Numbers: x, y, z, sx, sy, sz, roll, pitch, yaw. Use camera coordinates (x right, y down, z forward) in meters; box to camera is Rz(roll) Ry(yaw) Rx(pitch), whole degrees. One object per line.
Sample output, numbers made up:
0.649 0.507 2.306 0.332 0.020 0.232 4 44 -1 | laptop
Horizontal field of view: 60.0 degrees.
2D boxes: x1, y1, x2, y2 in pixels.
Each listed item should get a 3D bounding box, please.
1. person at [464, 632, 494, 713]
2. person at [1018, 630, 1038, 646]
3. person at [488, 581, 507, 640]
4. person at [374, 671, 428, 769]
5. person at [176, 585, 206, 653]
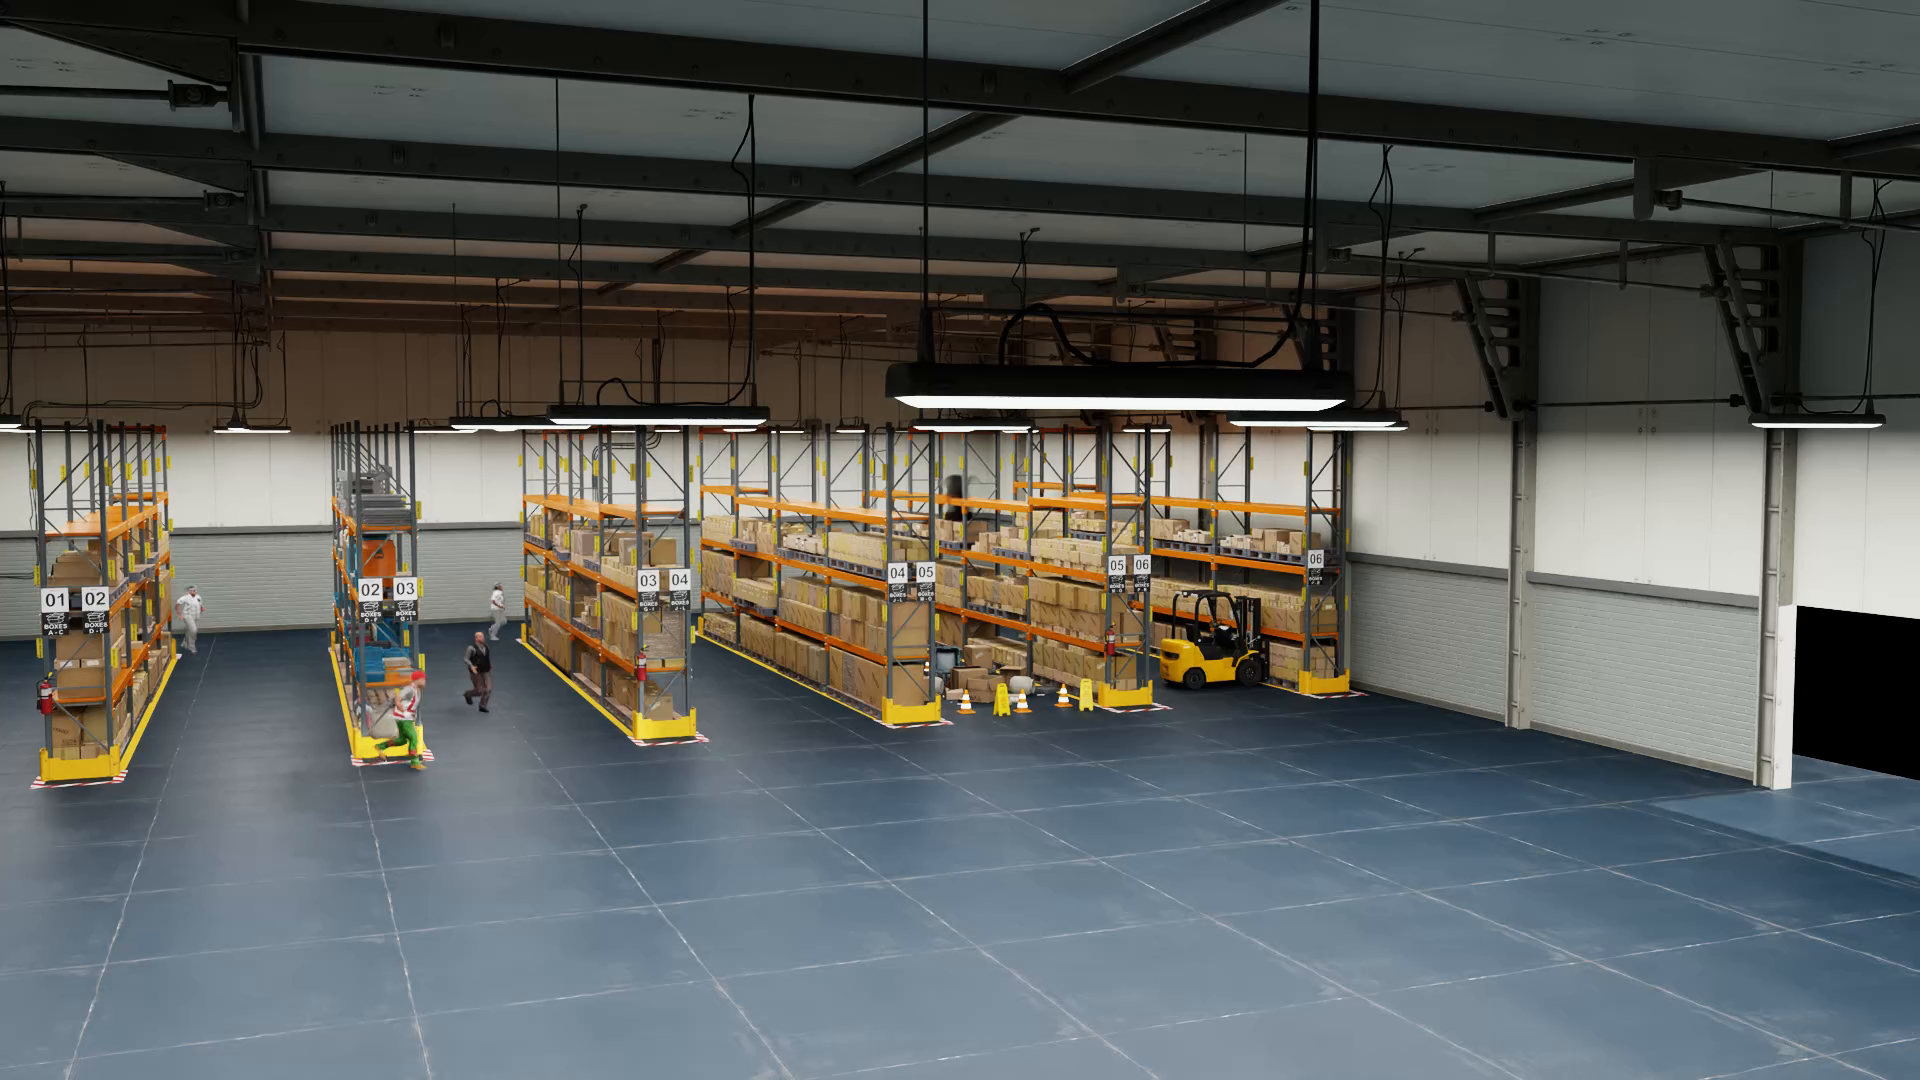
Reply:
-9.998 2.739 34.494 0.687 1.676 0.672 3 5 40 | person
1.801 2.017 44.712 0.657 1.763 1.000 -2 4 -27 | person
-13.060 1.984 46.996 0.515 1.625 0.613 0 4 -1 | person
-9.613 3.101 28.550 0.981 1.727 0.666 0 4 7 | person
-20.421 2.101 44.161 0.846 1.827 0.660 1 4 22 | person
